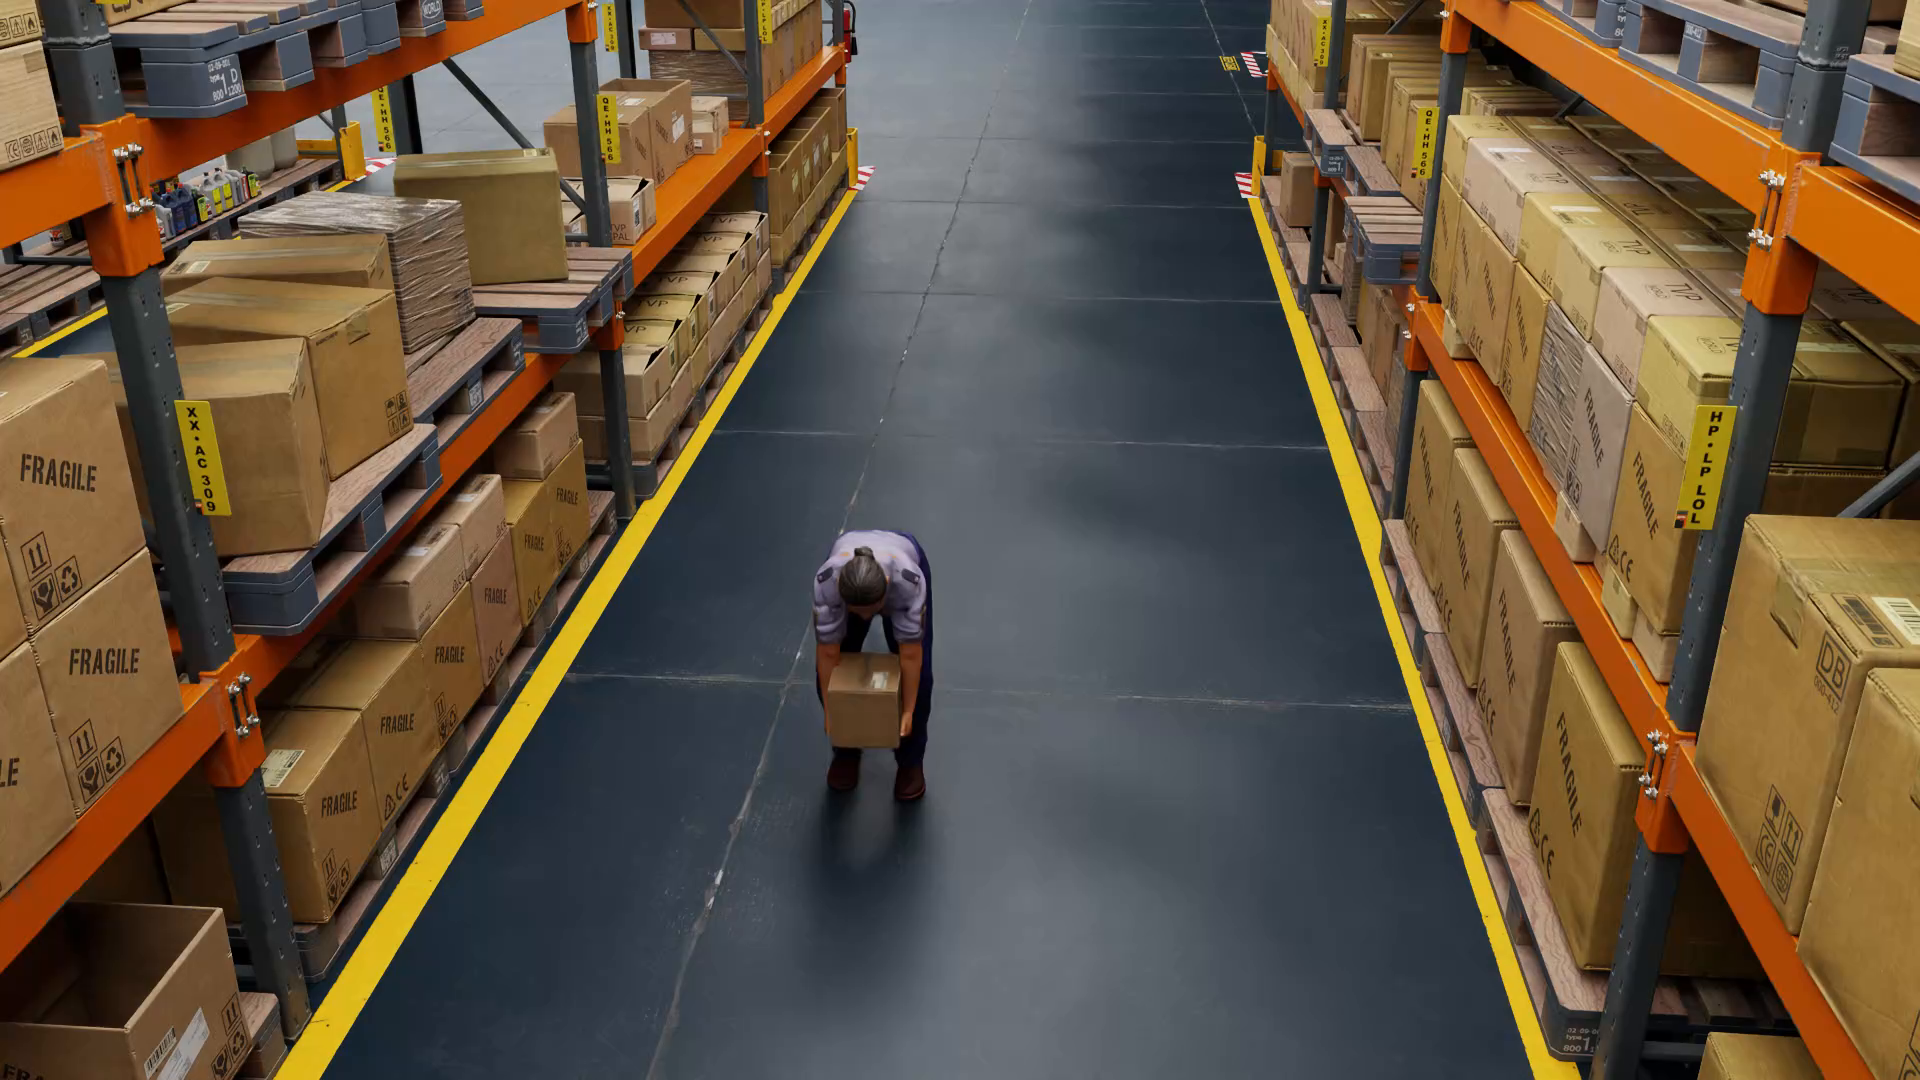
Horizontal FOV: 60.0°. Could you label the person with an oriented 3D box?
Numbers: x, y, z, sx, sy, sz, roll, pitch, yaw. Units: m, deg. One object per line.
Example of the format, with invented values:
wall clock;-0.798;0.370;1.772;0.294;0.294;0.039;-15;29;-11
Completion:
person;-0.331;0.463;6.161;0.451;1.199;0.874;1;25;3
